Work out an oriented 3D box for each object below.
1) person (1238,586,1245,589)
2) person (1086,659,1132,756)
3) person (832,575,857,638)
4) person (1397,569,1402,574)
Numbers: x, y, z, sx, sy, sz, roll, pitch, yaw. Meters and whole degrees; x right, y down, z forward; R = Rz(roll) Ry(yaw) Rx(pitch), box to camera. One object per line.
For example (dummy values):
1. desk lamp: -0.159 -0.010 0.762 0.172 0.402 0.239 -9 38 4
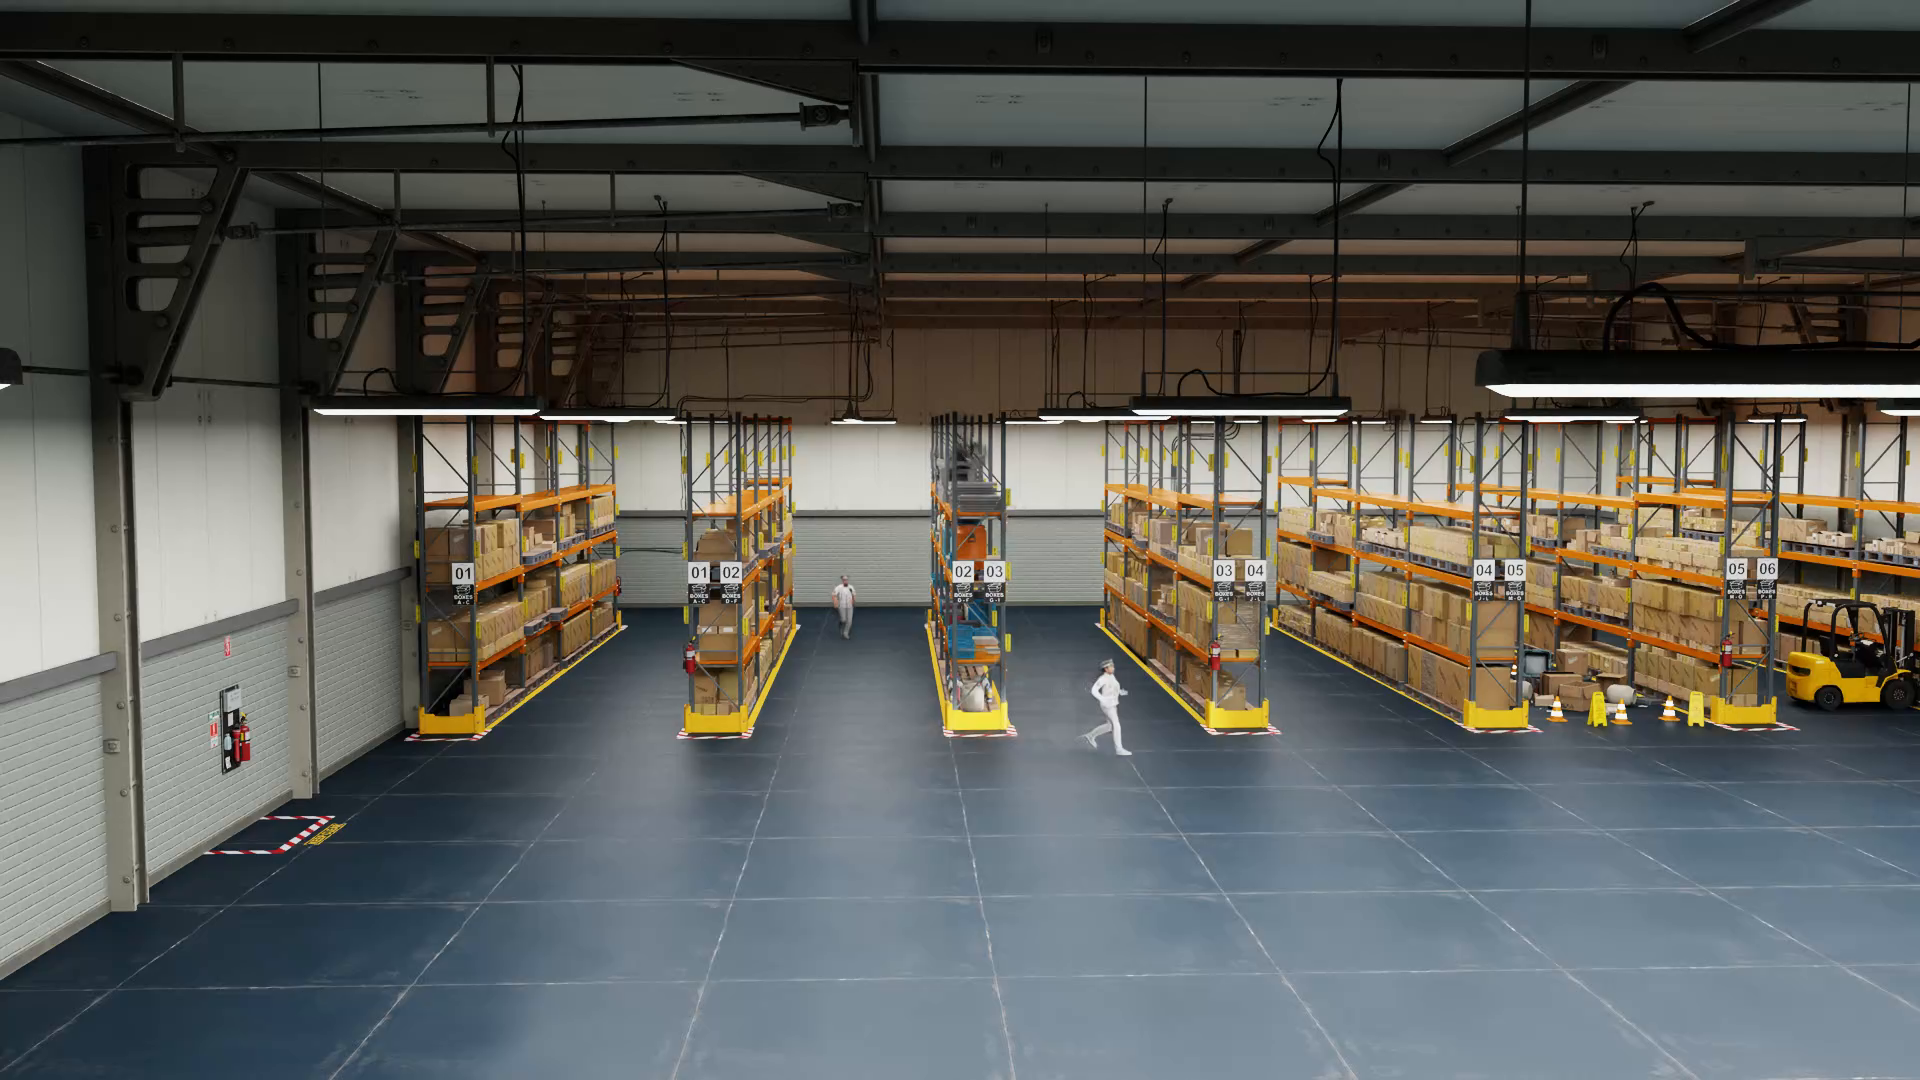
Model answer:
1. person: 7.841 1.676 46.458 0.665 1.790 0.898 0 4 7
2. person: 2.591 2.896 29.018 0.881 1.671 0.622 2 4 27
3. person: -3.096 1.798 44.932 0.658 1.736 0.594 -1 4 -18
4. person: 12.982 1.628 48.937 0.598 1.554 0.522 -1 4 -11
